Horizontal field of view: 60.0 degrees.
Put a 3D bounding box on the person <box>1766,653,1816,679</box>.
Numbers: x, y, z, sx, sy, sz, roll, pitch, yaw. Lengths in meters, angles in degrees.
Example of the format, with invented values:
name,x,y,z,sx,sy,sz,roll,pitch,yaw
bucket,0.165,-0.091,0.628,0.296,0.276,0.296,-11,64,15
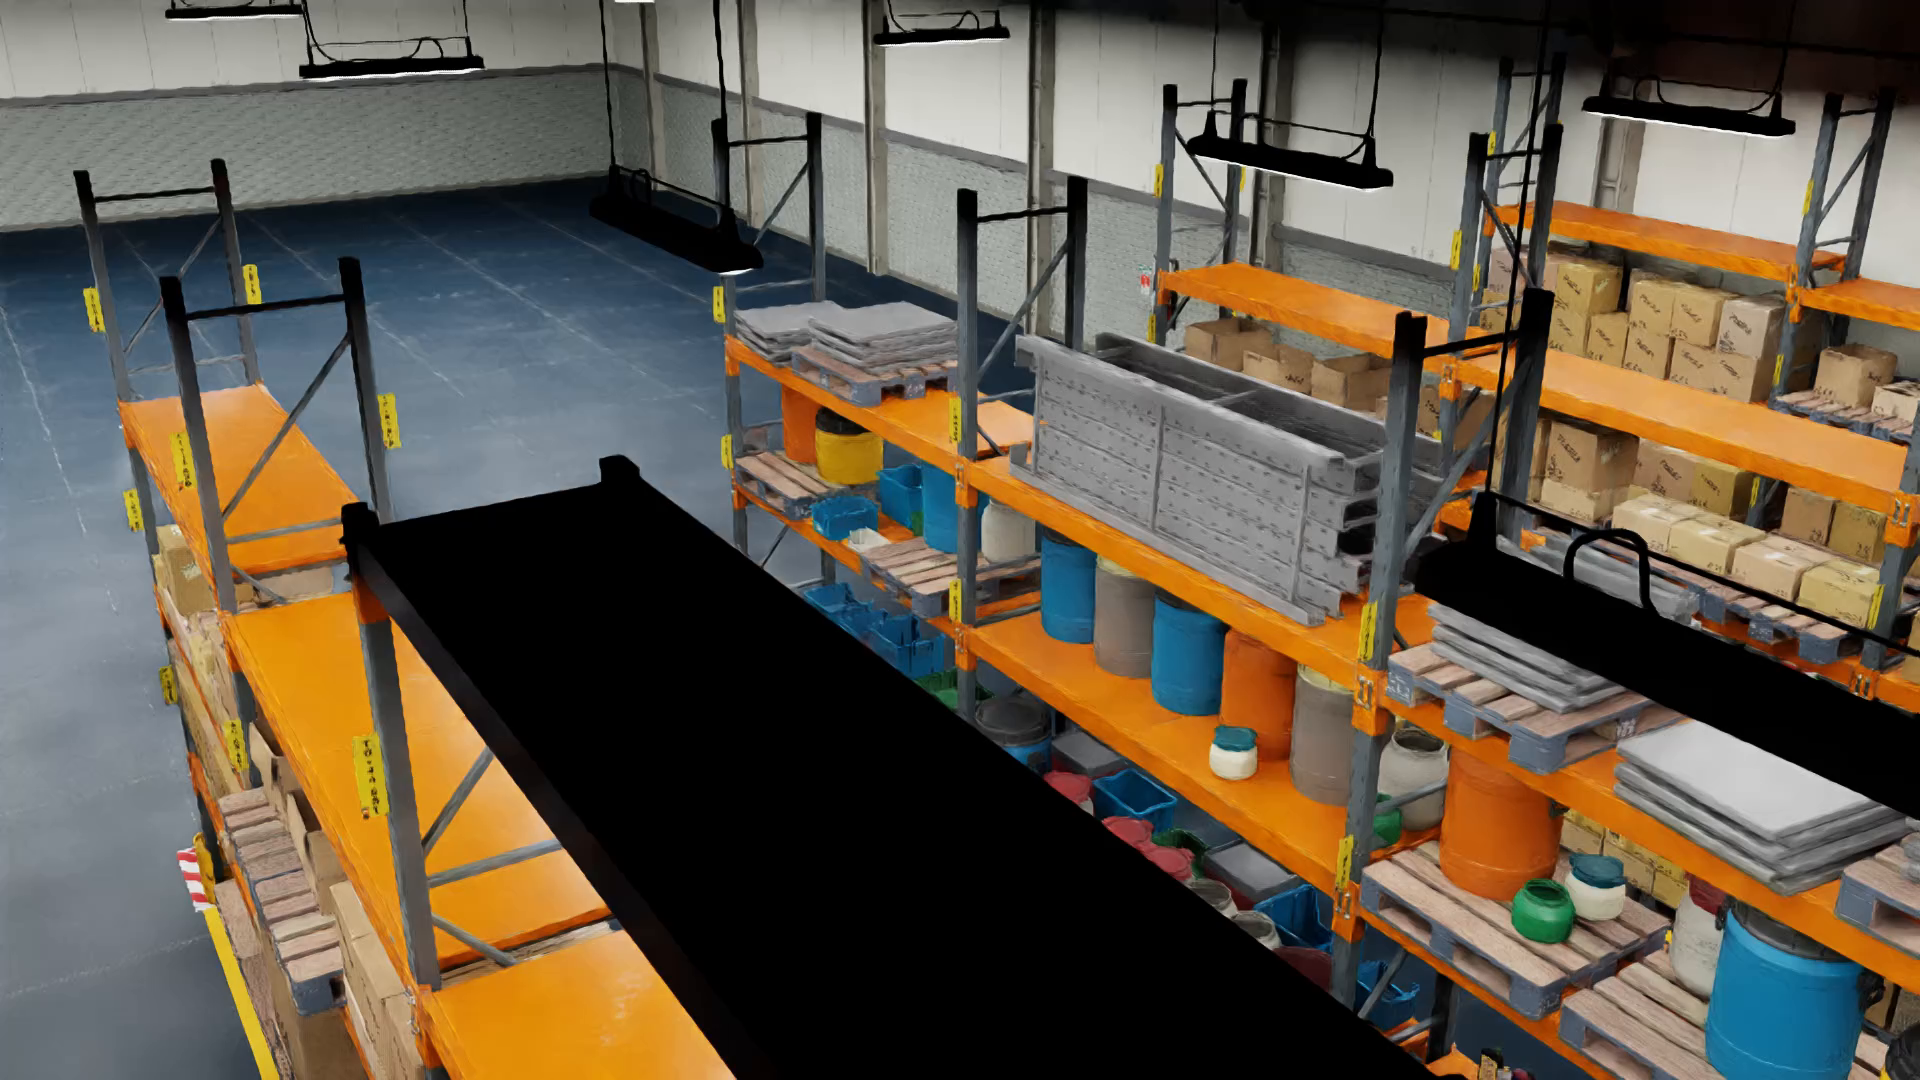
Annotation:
name,x,y,z,sx,sy,sz,roll,pitch,yaw
person,7.996,1.229,15.989,0.526,1.730,1.043,-18,28,-37
